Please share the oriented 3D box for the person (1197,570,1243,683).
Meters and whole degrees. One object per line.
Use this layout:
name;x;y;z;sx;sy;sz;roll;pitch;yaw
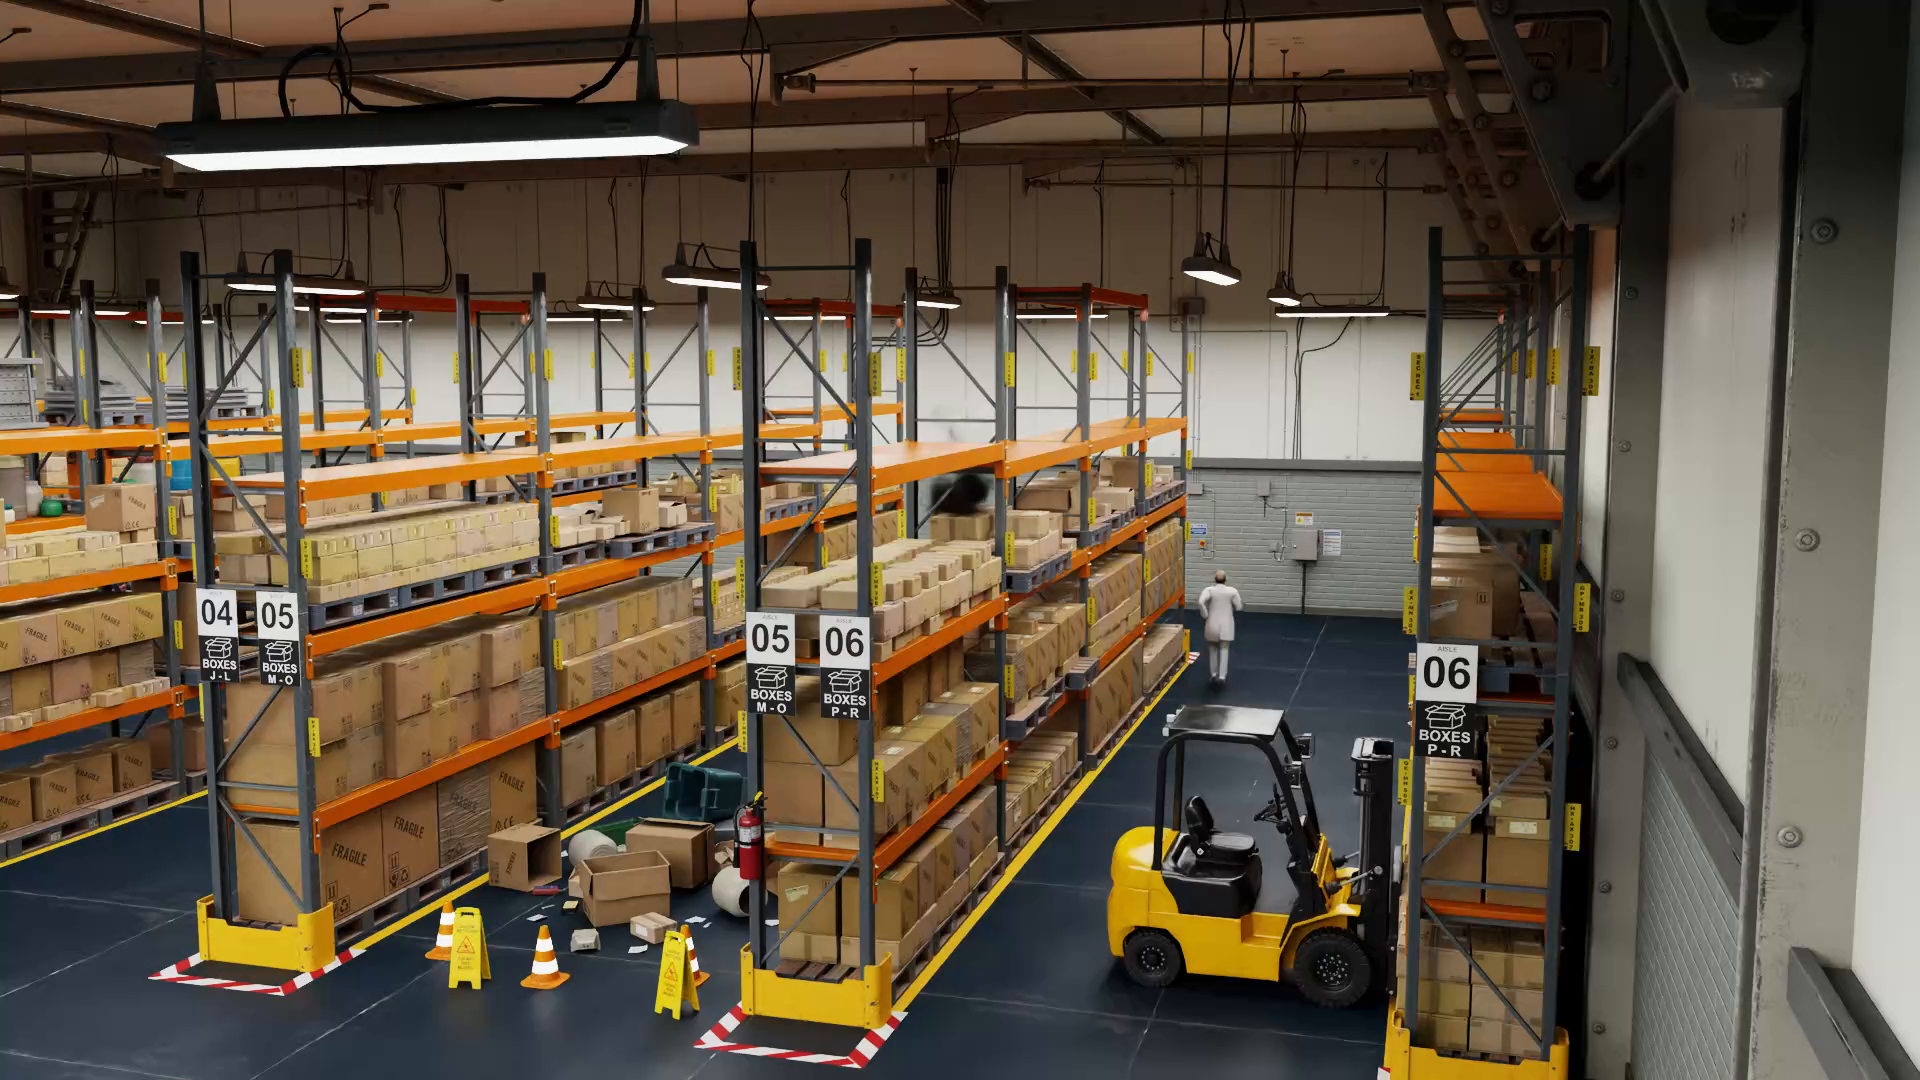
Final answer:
person;4.042;1.376;25.878;0.693;1.831;0.862;1;6;10
